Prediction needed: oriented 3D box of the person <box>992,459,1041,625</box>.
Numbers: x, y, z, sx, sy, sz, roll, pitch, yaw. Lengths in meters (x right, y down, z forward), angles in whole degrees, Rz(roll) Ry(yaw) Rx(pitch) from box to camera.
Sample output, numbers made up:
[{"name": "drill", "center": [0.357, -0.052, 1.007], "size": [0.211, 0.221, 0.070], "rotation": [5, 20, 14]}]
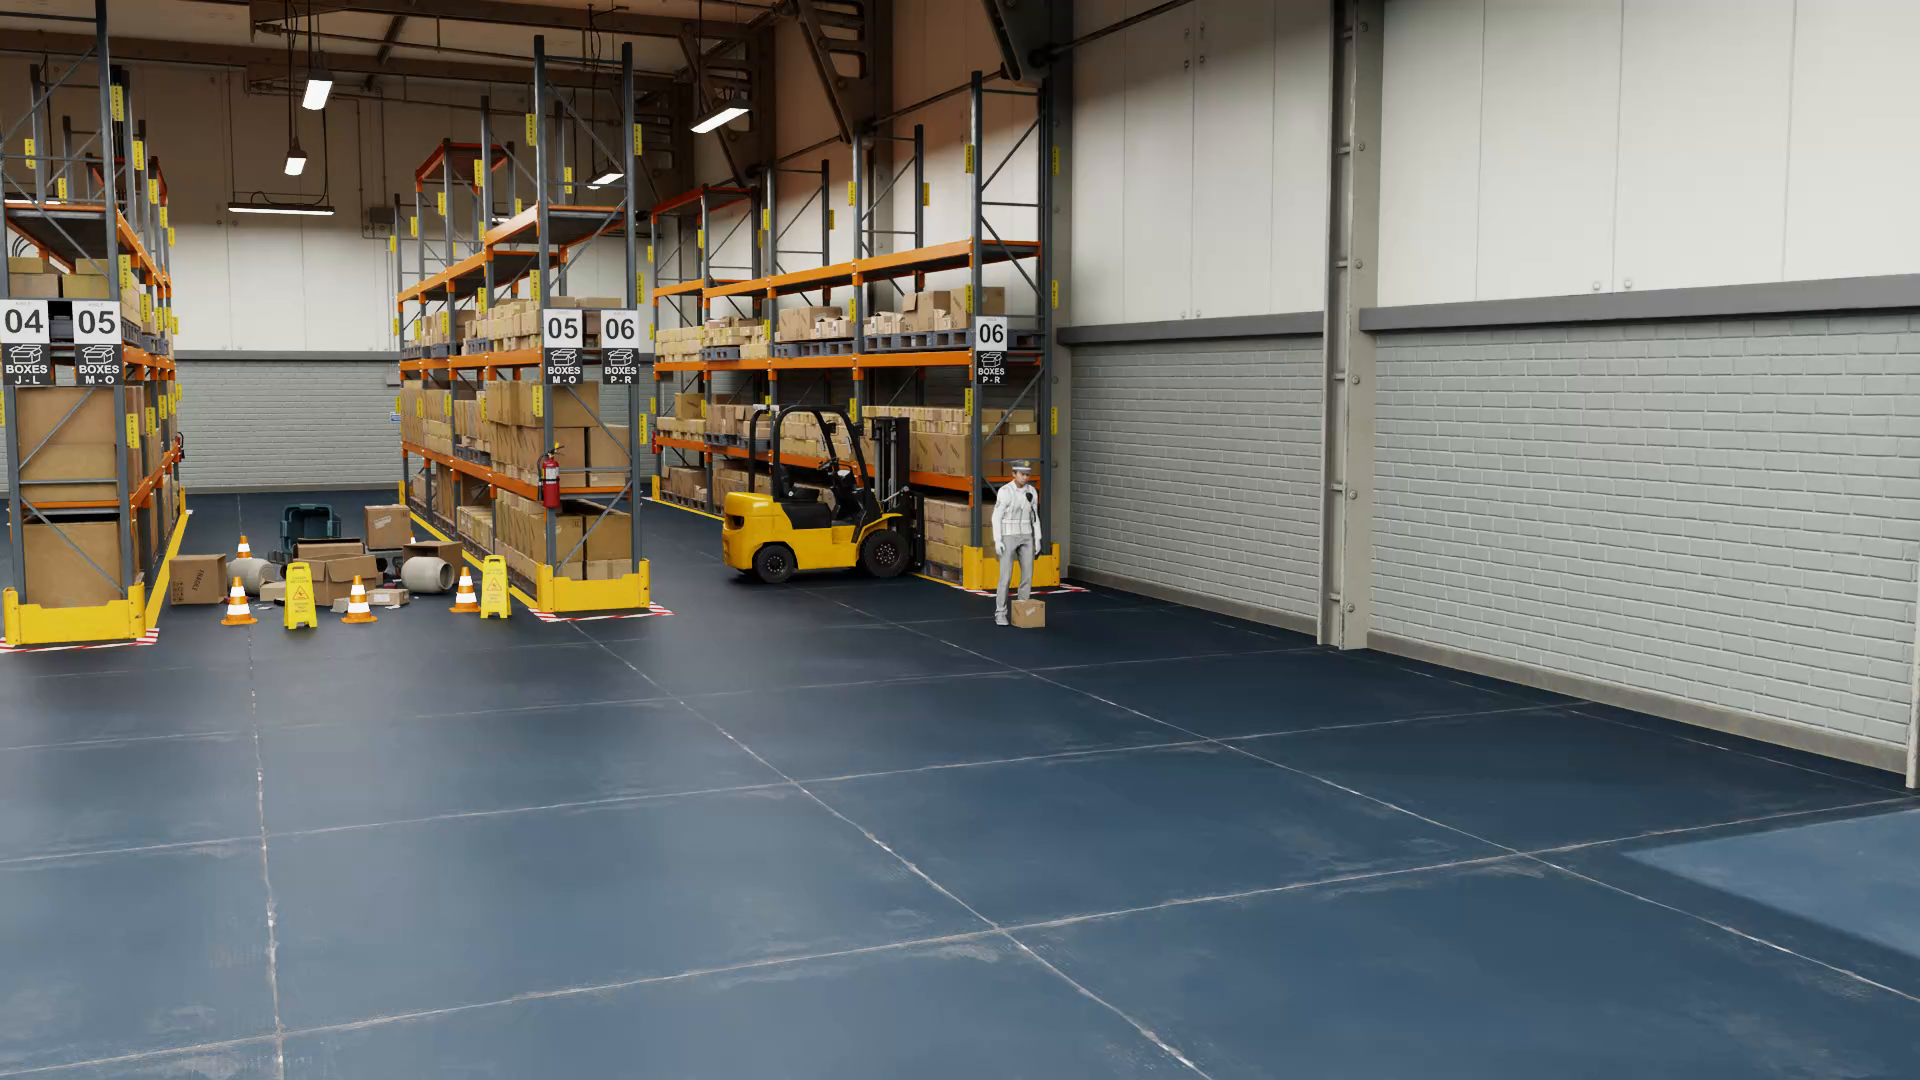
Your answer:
[{"name": "person", "center": [0.580, 0.014, 16.833], "size": [0.529, 1.664, 0.375], "rotation": [-2, 6, -24]}]
